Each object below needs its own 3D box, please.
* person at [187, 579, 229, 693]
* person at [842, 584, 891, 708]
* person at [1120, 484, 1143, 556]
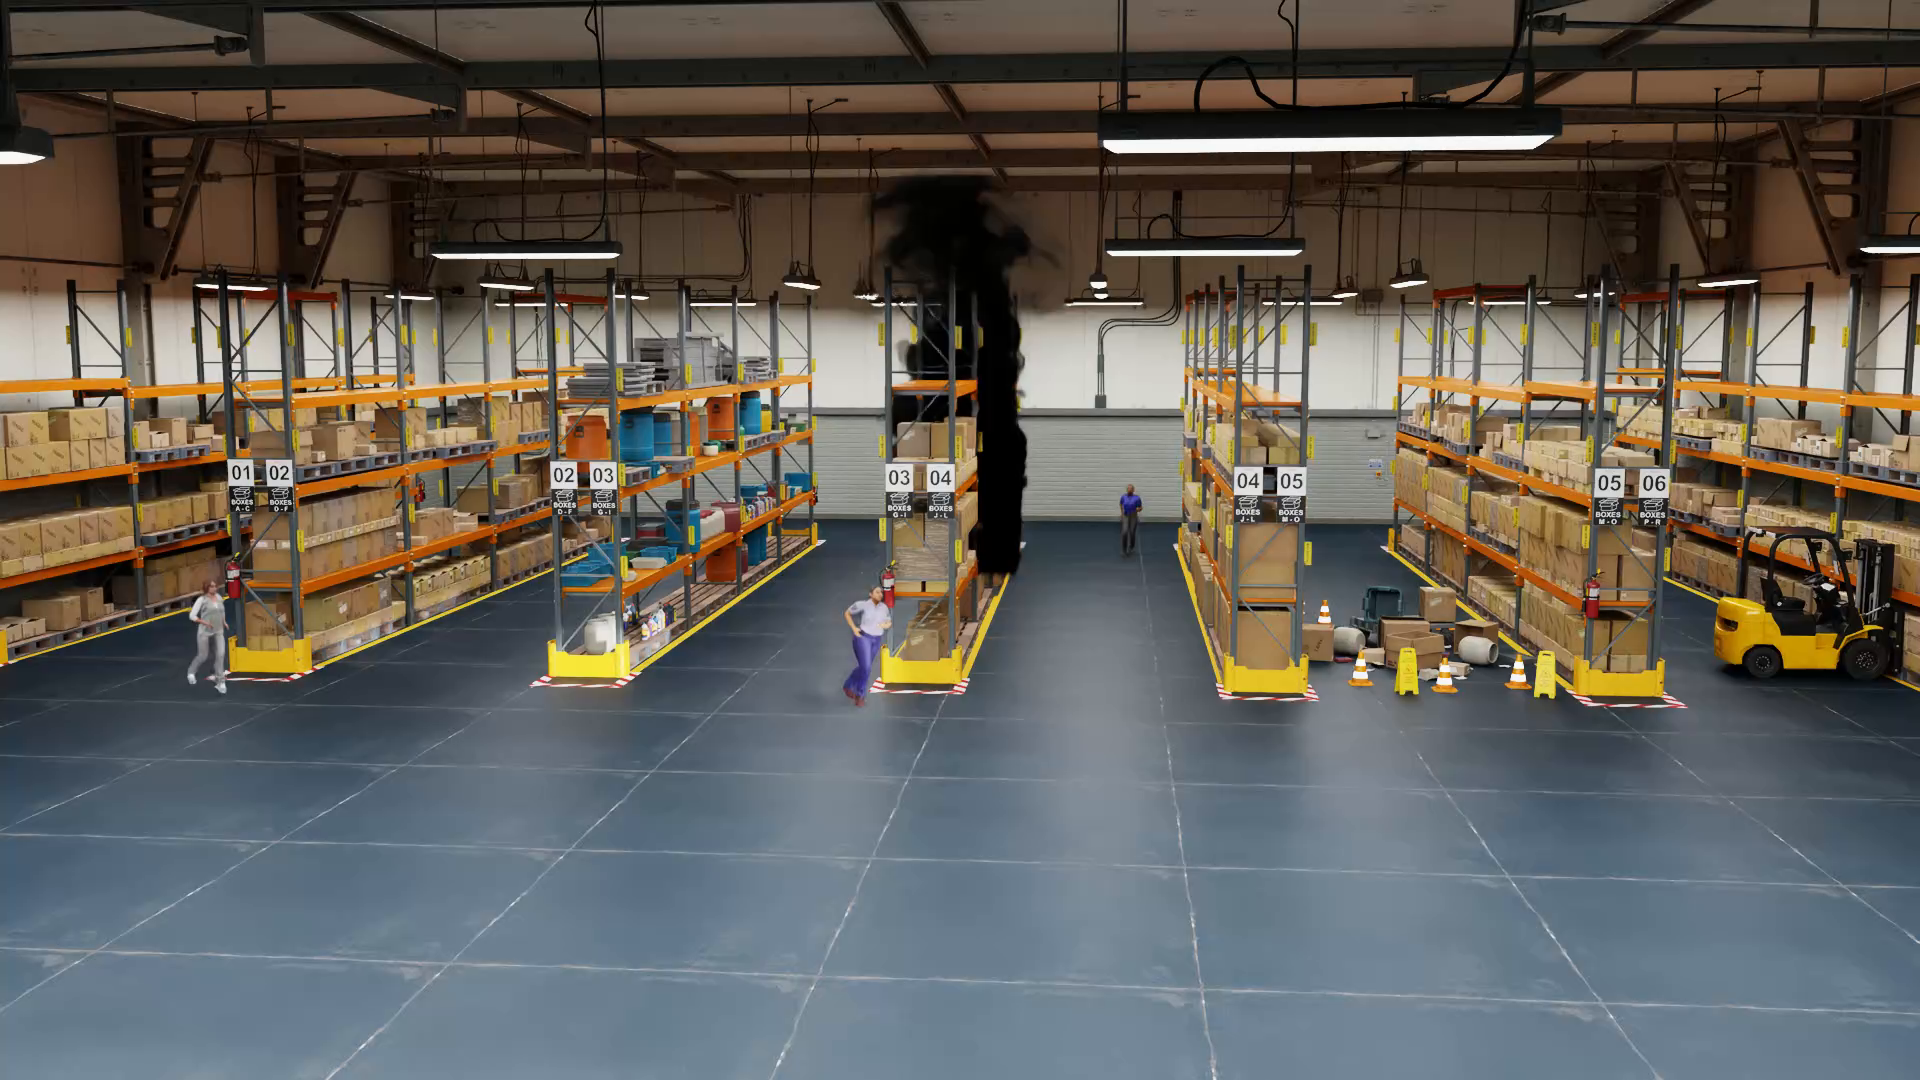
[{"bbox_3d":[-10.641,1.338,23.639,0.905,1.587,0.581,5,9,37],"label":"person"},{"bbox_3d":[-1.303,1.448,22.929,0.675,1.695,0.653,-6,9,-40],"label":"person"},{"bbox_3d":[3.937,-0.455,38.327,0.548,1.670,0.778,1,7,10],"label":"person"}]
